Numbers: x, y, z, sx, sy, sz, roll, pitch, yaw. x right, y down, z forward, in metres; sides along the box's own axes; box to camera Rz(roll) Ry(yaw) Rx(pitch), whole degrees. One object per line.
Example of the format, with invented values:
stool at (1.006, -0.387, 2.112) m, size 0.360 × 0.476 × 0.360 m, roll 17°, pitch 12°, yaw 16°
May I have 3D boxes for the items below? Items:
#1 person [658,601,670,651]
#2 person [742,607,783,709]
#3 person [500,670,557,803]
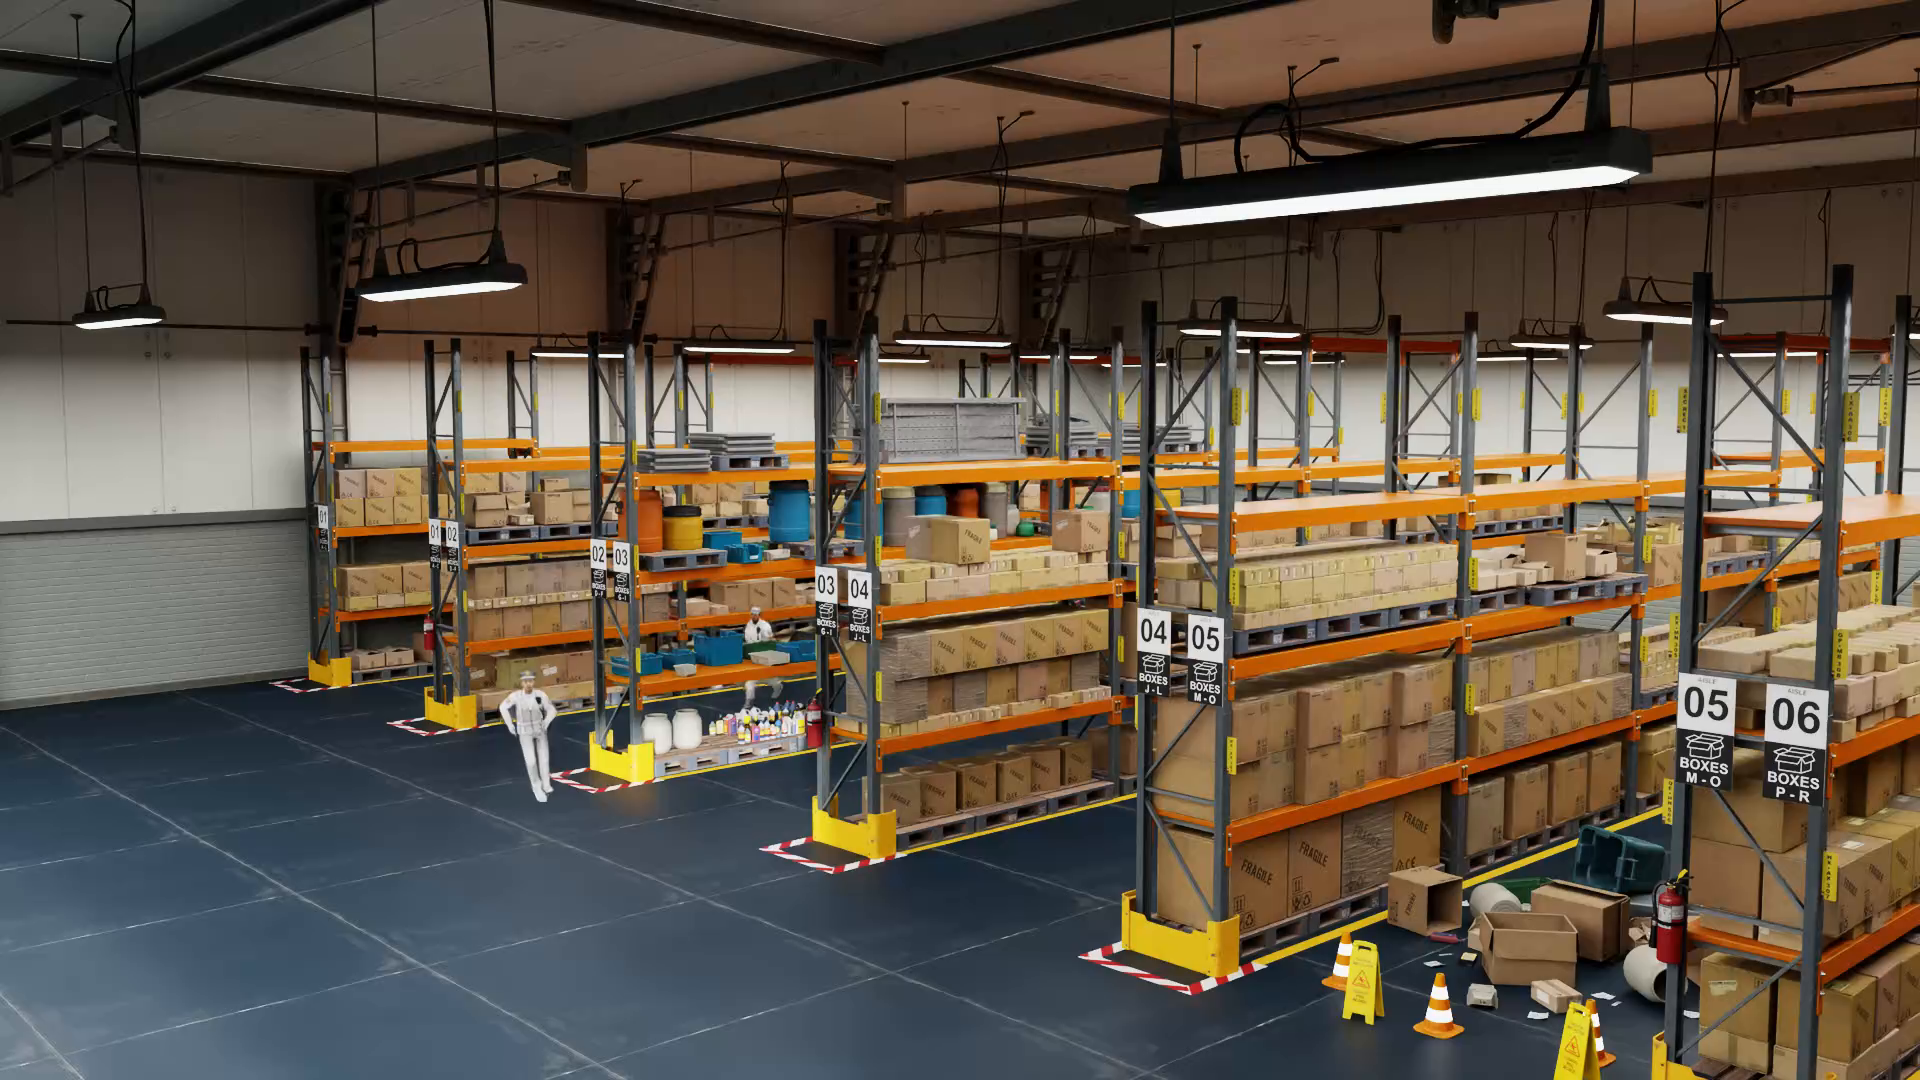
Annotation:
person at (-5.566, 1.638, 30.466) m, size 0.672 × 1.720 × 1.009 m, roll 5°, pitch 7°, yaw 42°
person at (-3.309, 1.917, 27.641) m, size 0.582 × 1.663 × 0.917 m, roll 3°, pitch 6°, yaw 27°
person at (-5.460, 2.472, 21.100) m, size 0.684 × 1.692 × 0.651 m, roll -2°, pitch 5°, yaw -22°
